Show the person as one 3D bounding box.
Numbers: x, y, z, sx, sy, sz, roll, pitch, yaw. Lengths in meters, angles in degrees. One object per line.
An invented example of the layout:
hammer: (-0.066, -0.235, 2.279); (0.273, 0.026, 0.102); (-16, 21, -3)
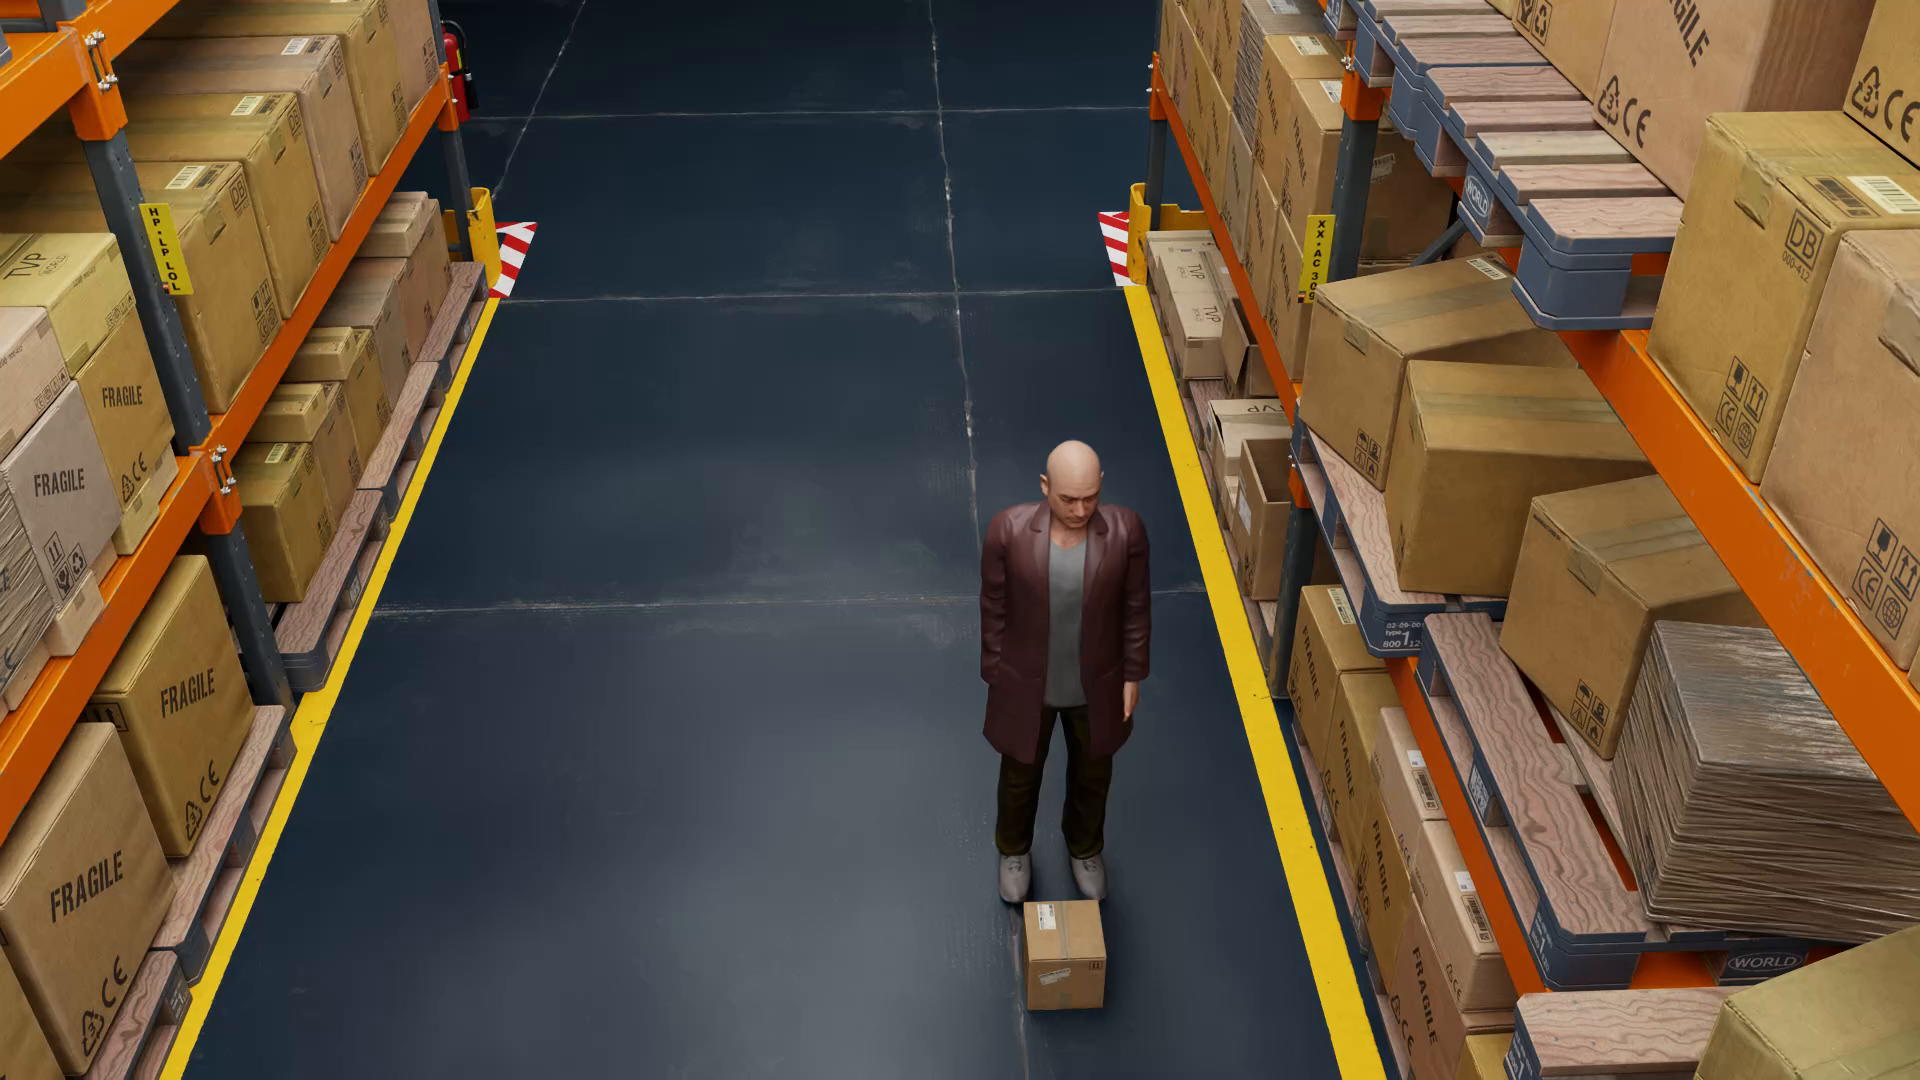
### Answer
person: (0.346, 0.463, 5.499); (0.563, 1.779, 0.383); (-1, 35, -1)
